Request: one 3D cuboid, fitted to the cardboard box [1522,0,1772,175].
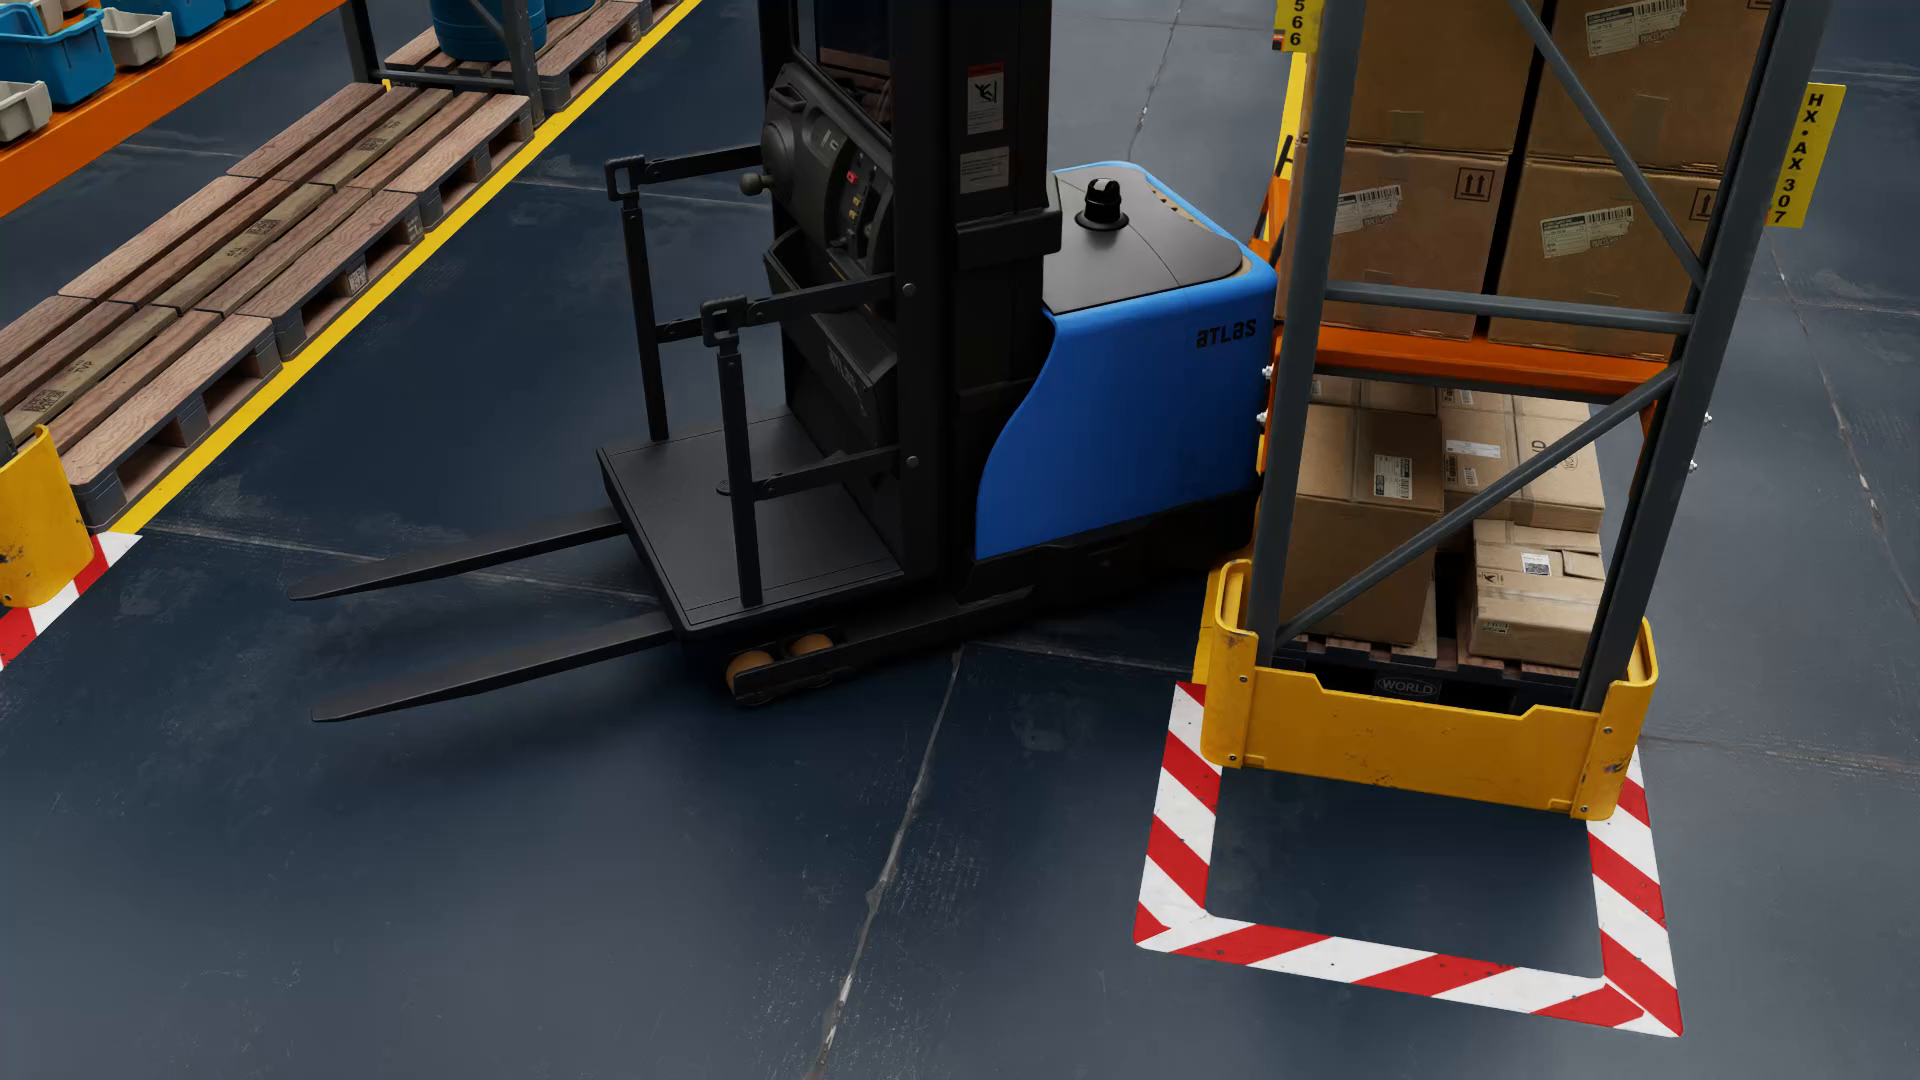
[{"bbox_3d":[1.639,-1.214,3.931,0.500,0.500,0.500,8,37,11],"label":"cardboard box"}]

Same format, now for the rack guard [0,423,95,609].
[{"bbox_3d":[-3.545,-0.142,5.520,1.175,0.500,0.348,7,37,10],"label":"rack guard"}]

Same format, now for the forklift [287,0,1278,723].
[{"bbox_3d":[-0.570,-1.038,4.684,3.031,2.935,1.130,-15,38,-19],"label":"forklift"}]

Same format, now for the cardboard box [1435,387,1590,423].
[{"bbox_3d":[1.893,-0.461,5.798,0.500,0.250,0.500,7,37,10],"label":"cardboard box"}]

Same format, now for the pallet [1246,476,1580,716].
[{"bbox_3d":[1.472,0.082,5.458,1.003,0.211,1.213,7,37,10],"label":"pallet"}]

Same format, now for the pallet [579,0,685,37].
[{"bbox_3d":[-2.234,-3.473,10.362,1.003,0.211,1.213,7,37,10],"label":"pallet"}]

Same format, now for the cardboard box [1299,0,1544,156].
[{"bbox_3d":[1.113,-1.282,4.025,0.500,0.500,0.500,7,37,10],"label":"cardboard box"}]

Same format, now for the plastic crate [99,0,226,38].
[{"bbox_3d":[-2.896,-1.982,6.020,0.416,0.233,0.300,7,37,10],"label":"plastic crate"}]

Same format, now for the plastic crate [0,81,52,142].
[{"bbox_3d":[-3.028,-1.361,5.246,0.250,0.136,0.298,7,37,10],"label":"plastic crate"}]

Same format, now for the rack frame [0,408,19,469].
[{"bbox_3d":[-3.552,-1.170,4.808,1.000,3.000,0.127,7,37,10],"label":"rack frame"}]

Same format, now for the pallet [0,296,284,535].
[{"bbox_3d":[-3.338,-0.509,6.272,1.003,0.211,1.213,7,37,10],"label":"pallet"}]

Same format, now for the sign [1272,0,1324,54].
[{"bbox_3d":[0.748,-1.225,3.628,0.100,0.325,0.005,7,37,10],"label":"sign"}]

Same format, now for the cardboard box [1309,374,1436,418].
[{"bbox_3d":[1.394,-0.495,5.845,0.500,0.250,0.500,7,37,10],"label":"cardboard box"}]

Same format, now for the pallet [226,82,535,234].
[{"bbox_3d":[-2.817,-1.908,8.202,1.003,0.211,1.213,7,37,10],"label":"pallet"}]

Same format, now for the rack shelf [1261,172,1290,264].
[{"bbox_3d":[1.118,-0.992,5.393,0.258,0.148,0.480,13,39,-1],"label":"rack shelf"}]

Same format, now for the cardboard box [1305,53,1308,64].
[{"bbox_3d":[1.220,-1.572,4.425,0.500,0.500,0.500,8,37,11],"label":"cardboard box"}]

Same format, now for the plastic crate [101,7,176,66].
[{"bbox_3d":[-2.883,-1.750,5.782,0.250,0.136,0.298,7,37,10],"label":"plastic crate"}]

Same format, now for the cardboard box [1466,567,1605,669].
[{"bbox_3d":[1.711,0.232,4.928,0.380,0.149,0.250,7,37,10],"label":"cardboard box"}]

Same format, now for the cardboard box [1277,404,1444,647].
[{"bbox_3d":[1.162,-0.056,5.026,0.500,0.500,0.500,7,37,10],"label":"cardboard box"}]

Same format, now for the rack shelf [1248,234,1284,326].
[{"bbox_3d":[1.073,-0.815,5.543,0.258,0.148,0.480,13,39,-1],"label":"rack shelf"}]

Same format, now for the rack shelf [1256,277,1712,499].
[{"bbox_3d":[1.713,-1.402,5.742,1.077,0.370,4.000,7,37,10],"label":"rack shelf"}]

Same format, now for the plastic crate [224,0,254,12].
[{"bbox_3d":[-2.832,-2.154,6.257,0.416,0.233,0.300,7,37,10],"label":"plastic crate"}]

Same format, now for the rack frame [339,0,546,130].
[{"bbox_3d":[-2.698,-3.463,7.972,1.000,3.000,0.127,7,37,10],"label":"rack frame"}]

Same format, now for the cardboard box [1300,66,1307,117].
[{"bbox_3d":[1.223,-1.176,4.732,0.500,0.500,0.500,8,37,10],"label":"cardboard box"}]

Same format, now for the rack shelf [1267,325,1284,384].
[{"bbox_3d":[1.031,-0.647,5.685,0.258,0.148,0.480,13,39,-1],"label":"rack shelf"}]

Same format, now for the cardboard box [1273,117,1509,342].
[{"bbox_3d":[1.116,-0.878,4.321,0.500,0.500,0.500,8,37,11],"label":"cardboard box"}]

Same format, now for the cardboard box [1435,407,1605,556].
[{"bbox_3d":[1.786,-0.175,5.403,0.500,0.250,0.500,7,37,10],"label":"cardboard box"}]

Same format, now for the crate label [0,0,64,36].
[{"bbox_3d":[-3.443,-1.905,5.996,0.396,0.136,0.243,7,37,10],"label":"crate label"}]

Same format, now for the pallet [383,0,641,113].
[{"bbox_3d":[-2.492,-2.771,9.394,1.003,0.211,1.213,7,37,10],"label":"pallet"}]

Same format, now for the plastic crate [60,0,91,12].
[{"bbox_3d":[-3.398,-2.077,6.233,0.298,0.136,0.250,7,37,10],"label":"plastic crate"}]

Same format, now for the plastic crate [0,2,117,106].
[{"bbox_3d":[-3.037,-1.604,5.499,0.416,0.233,0.300,7,37,10],"label":"plastic crate"}]

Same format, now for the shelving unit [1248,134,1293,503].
[{"bbox_3d":[1.044,-0.697,5.642,0.258,1.200,0.503,13,39,-1],"label":"shelving unit"}]

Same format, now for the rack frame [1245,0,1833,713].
[{"bbox_3d":[1.286,-0.547,3.949,1.000,3.000,0.127,7,37,10],"label":"rack frame"}]

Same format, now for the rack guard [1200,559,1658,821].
[{"bbox_3d":[1.302,0.422,4.742,1.175,0.500,0.348,7,37,10],"label":"rack guard"}]

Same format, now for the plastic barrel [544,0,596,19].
[{"bbox_3d":[-2.414,-3.499,9.452,0.600,0.901,0.708,7,37,10],"label":"plastic barrel"}]

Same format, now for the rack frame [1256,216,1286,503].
[{"bbox_3d":[1.011,-0.546,5.453,0.240,1.200,0.015,13,39,-1],"label":"rack frame"}]

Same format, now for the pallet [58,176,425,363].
[{"bbox_3d":[-3.075,-1.206,7.234,1.003,0.211,1.213,7,37,10],"label":"pallet"}]

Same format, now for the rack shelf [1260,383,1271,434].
[{"bbox_3d":[0.994,-0.498,5.810,0.258,0.148,0.480,13,39,-1],"label":"rack shelf"}]

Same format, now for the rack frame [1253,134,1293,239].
[{"bbox_3d":[1.077,-0.848,5.831,0.240,1.200,0.015,13,39,-1],"label":"rack frame"}]

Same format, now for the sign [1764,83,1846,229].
[{"bbox_3d":[1.816,-0.829,3.601,0.100,0.325,0.005,7,37,10],"label":"sign"}]

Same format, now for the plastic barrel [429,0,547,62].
[{"bbox_3d":[-2.565,-3.093,8.892,0.600,0.901,0.708,7,37,10],"label":"plastic barrel"}]

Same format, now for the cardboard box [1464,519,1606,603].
[{"bbox_3d":[1.765,0.082,5.120,0.380,0.166,0.250,7,37,10],"label":"cardboard box"}]

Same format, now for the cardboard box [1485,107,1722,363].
[{"bbox_3d":[1.639,-0.809,4.225,0.500,0.500,0.500,8,37,11],"label":"cardboard box"}]
